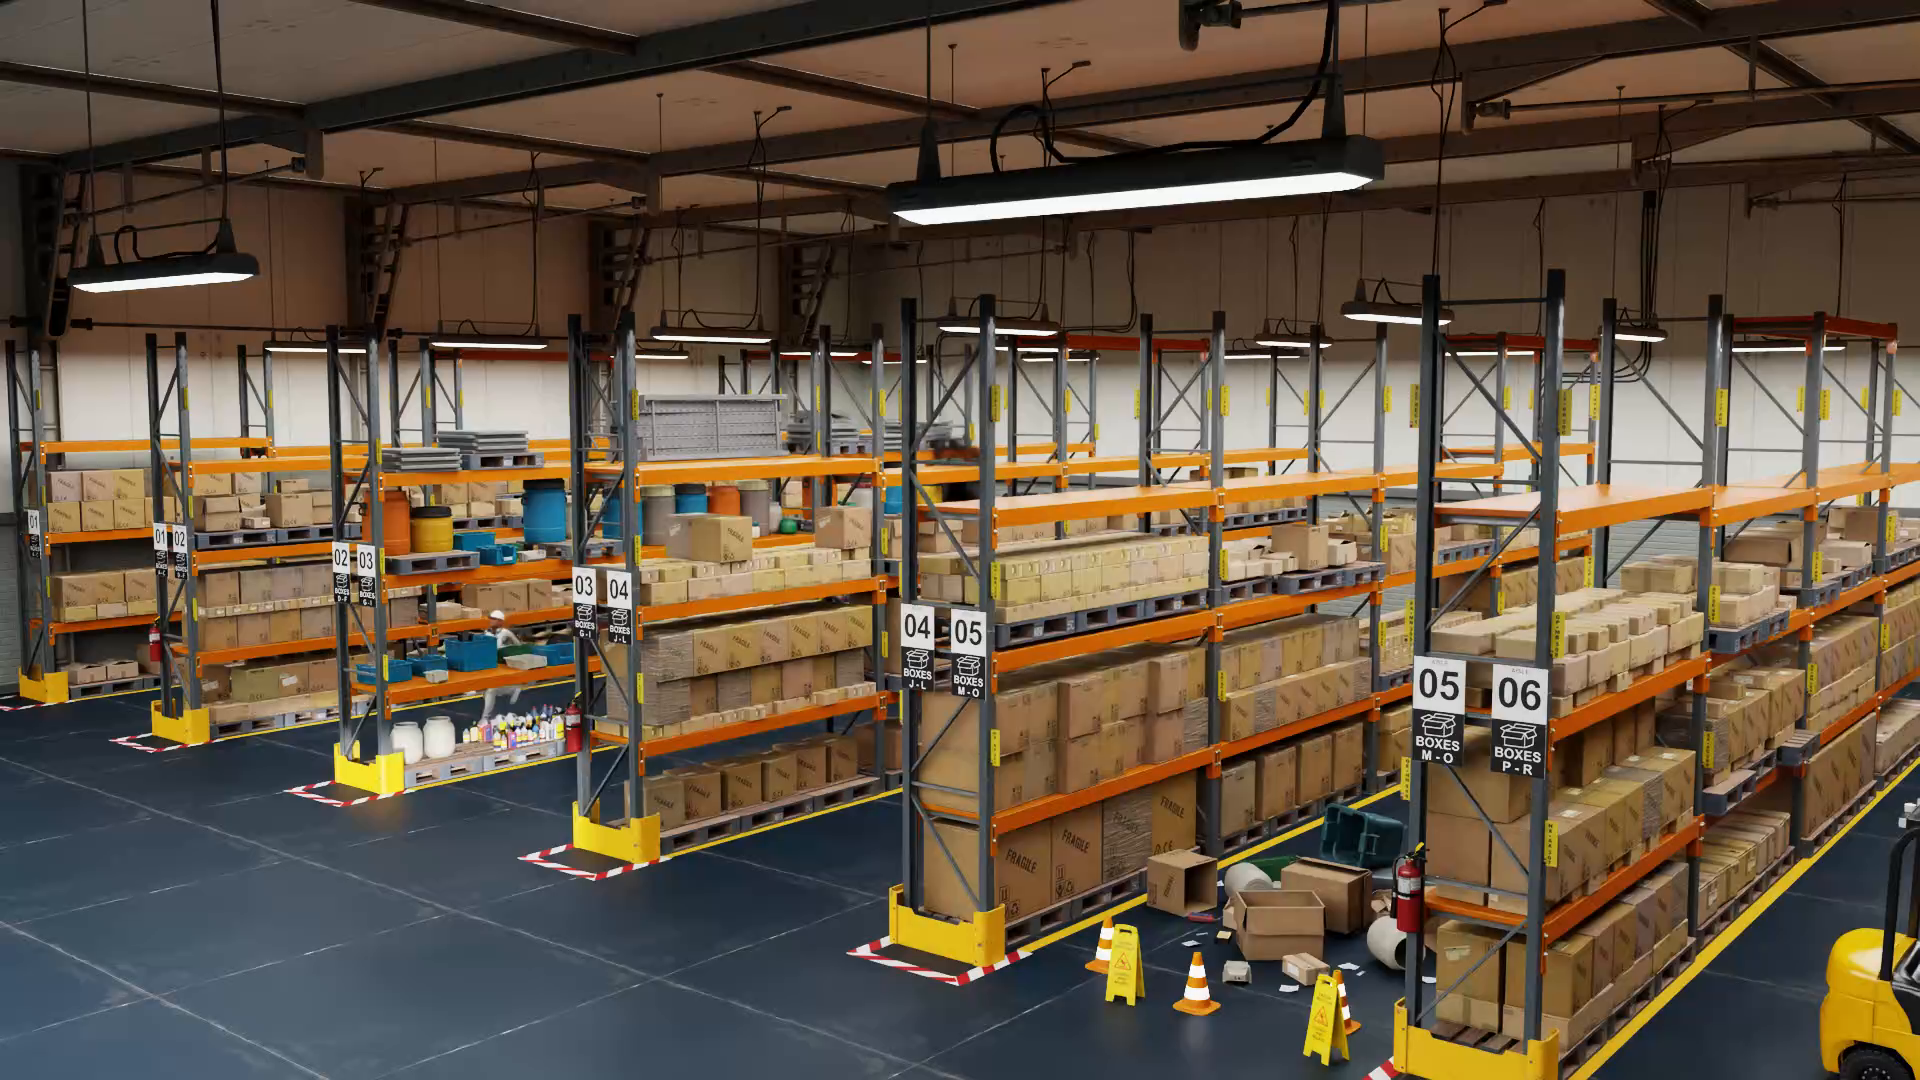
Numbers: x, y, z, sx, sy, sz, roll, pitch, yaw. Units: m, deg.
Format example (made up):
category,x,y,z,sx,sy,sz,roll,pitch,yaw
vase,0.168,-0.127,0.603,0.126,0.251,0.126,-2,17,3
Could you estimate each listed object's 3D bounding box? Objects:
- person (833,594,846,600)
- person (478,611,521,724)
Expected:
category,x,y,z,sx,sy,sz,roll,pitch,yaw
person,-2.428,1.074,32.413,0.584,0.501,0.394,3,6,26
person,-7.225,1.977,26.012,0.637,1.764,1.053,3,6,30
